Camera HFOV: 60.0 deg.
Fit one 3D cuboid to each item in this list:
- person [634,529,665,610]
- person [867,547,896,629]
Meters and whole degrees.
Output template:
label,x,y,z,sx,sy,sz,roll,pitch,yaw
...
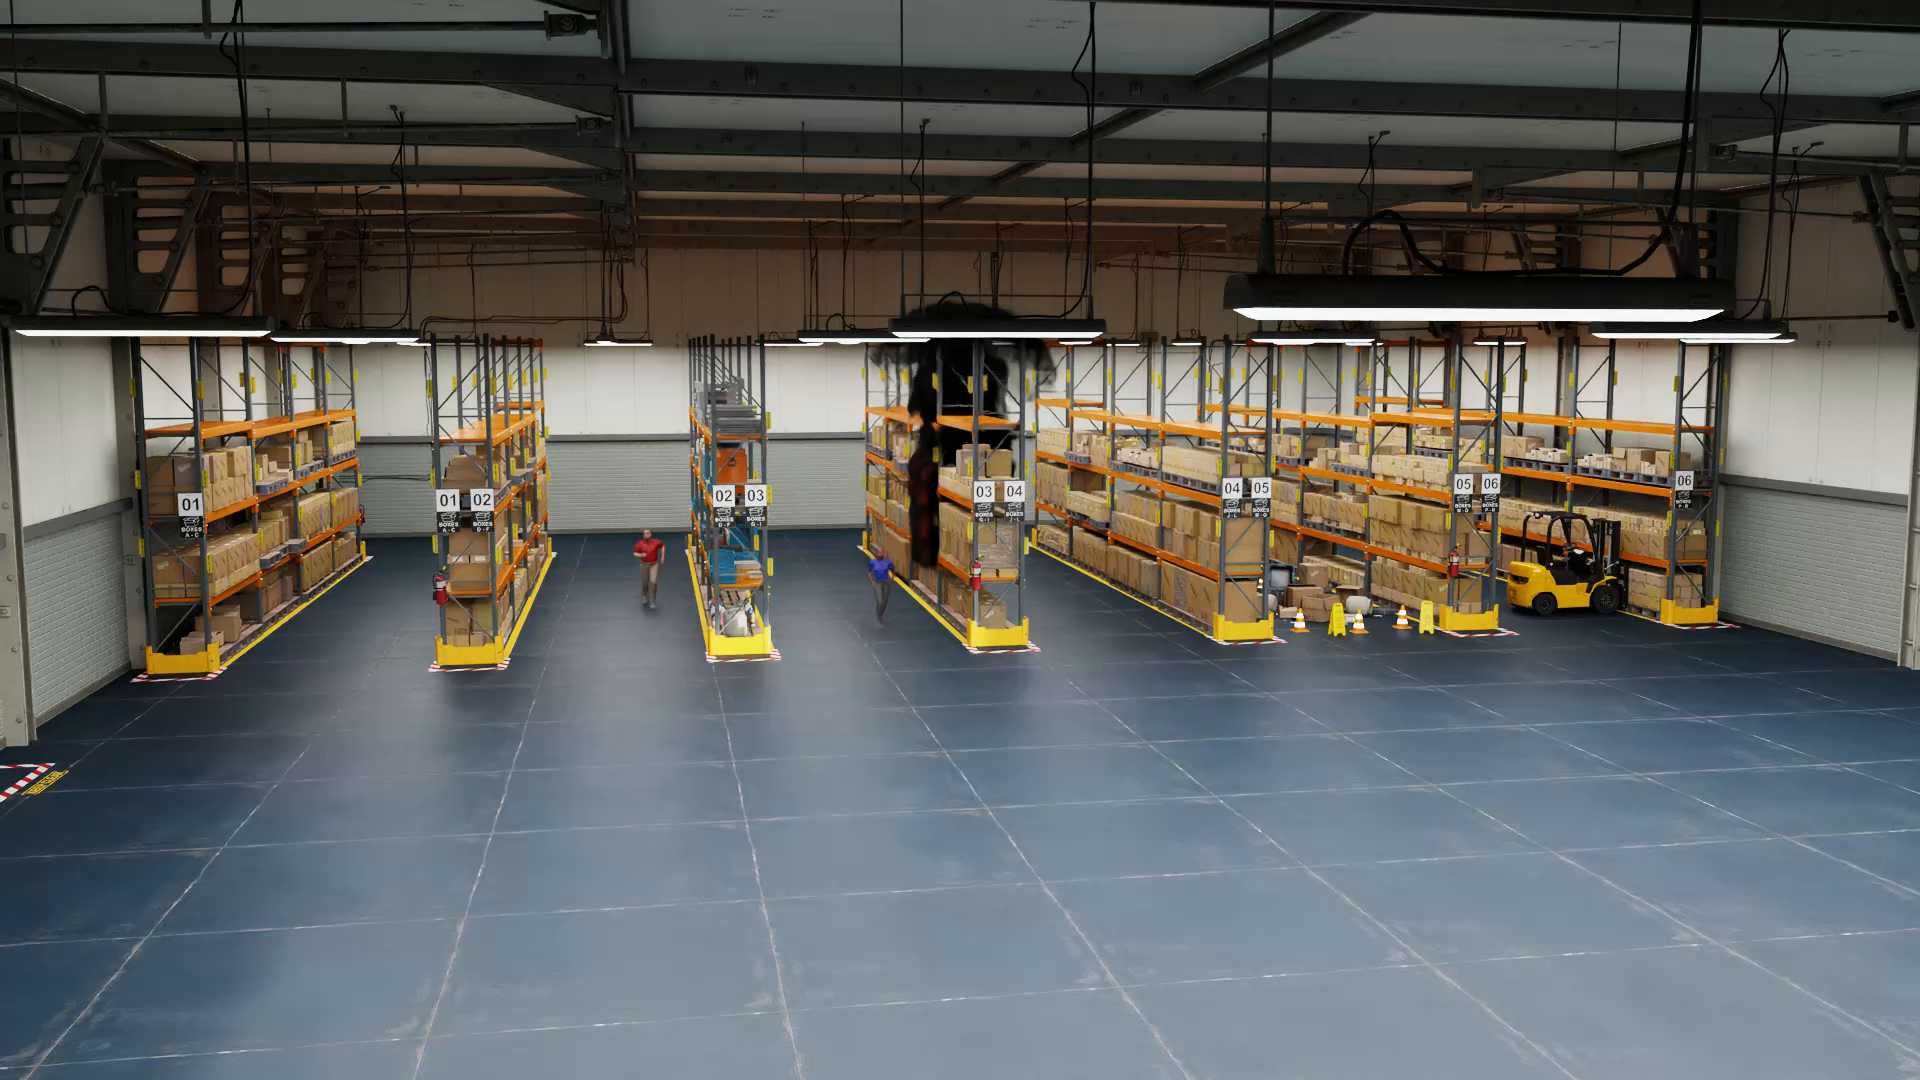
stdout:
label,x,y,z,sx,sy,sz,roll,pitch,yaw
person,-6.921,0.633,37.071,0.672,1.785,0.930,-1,7,-6
person,-1.629,0.974,34.488,0.596,1.691,0.747,-1,7,-11
